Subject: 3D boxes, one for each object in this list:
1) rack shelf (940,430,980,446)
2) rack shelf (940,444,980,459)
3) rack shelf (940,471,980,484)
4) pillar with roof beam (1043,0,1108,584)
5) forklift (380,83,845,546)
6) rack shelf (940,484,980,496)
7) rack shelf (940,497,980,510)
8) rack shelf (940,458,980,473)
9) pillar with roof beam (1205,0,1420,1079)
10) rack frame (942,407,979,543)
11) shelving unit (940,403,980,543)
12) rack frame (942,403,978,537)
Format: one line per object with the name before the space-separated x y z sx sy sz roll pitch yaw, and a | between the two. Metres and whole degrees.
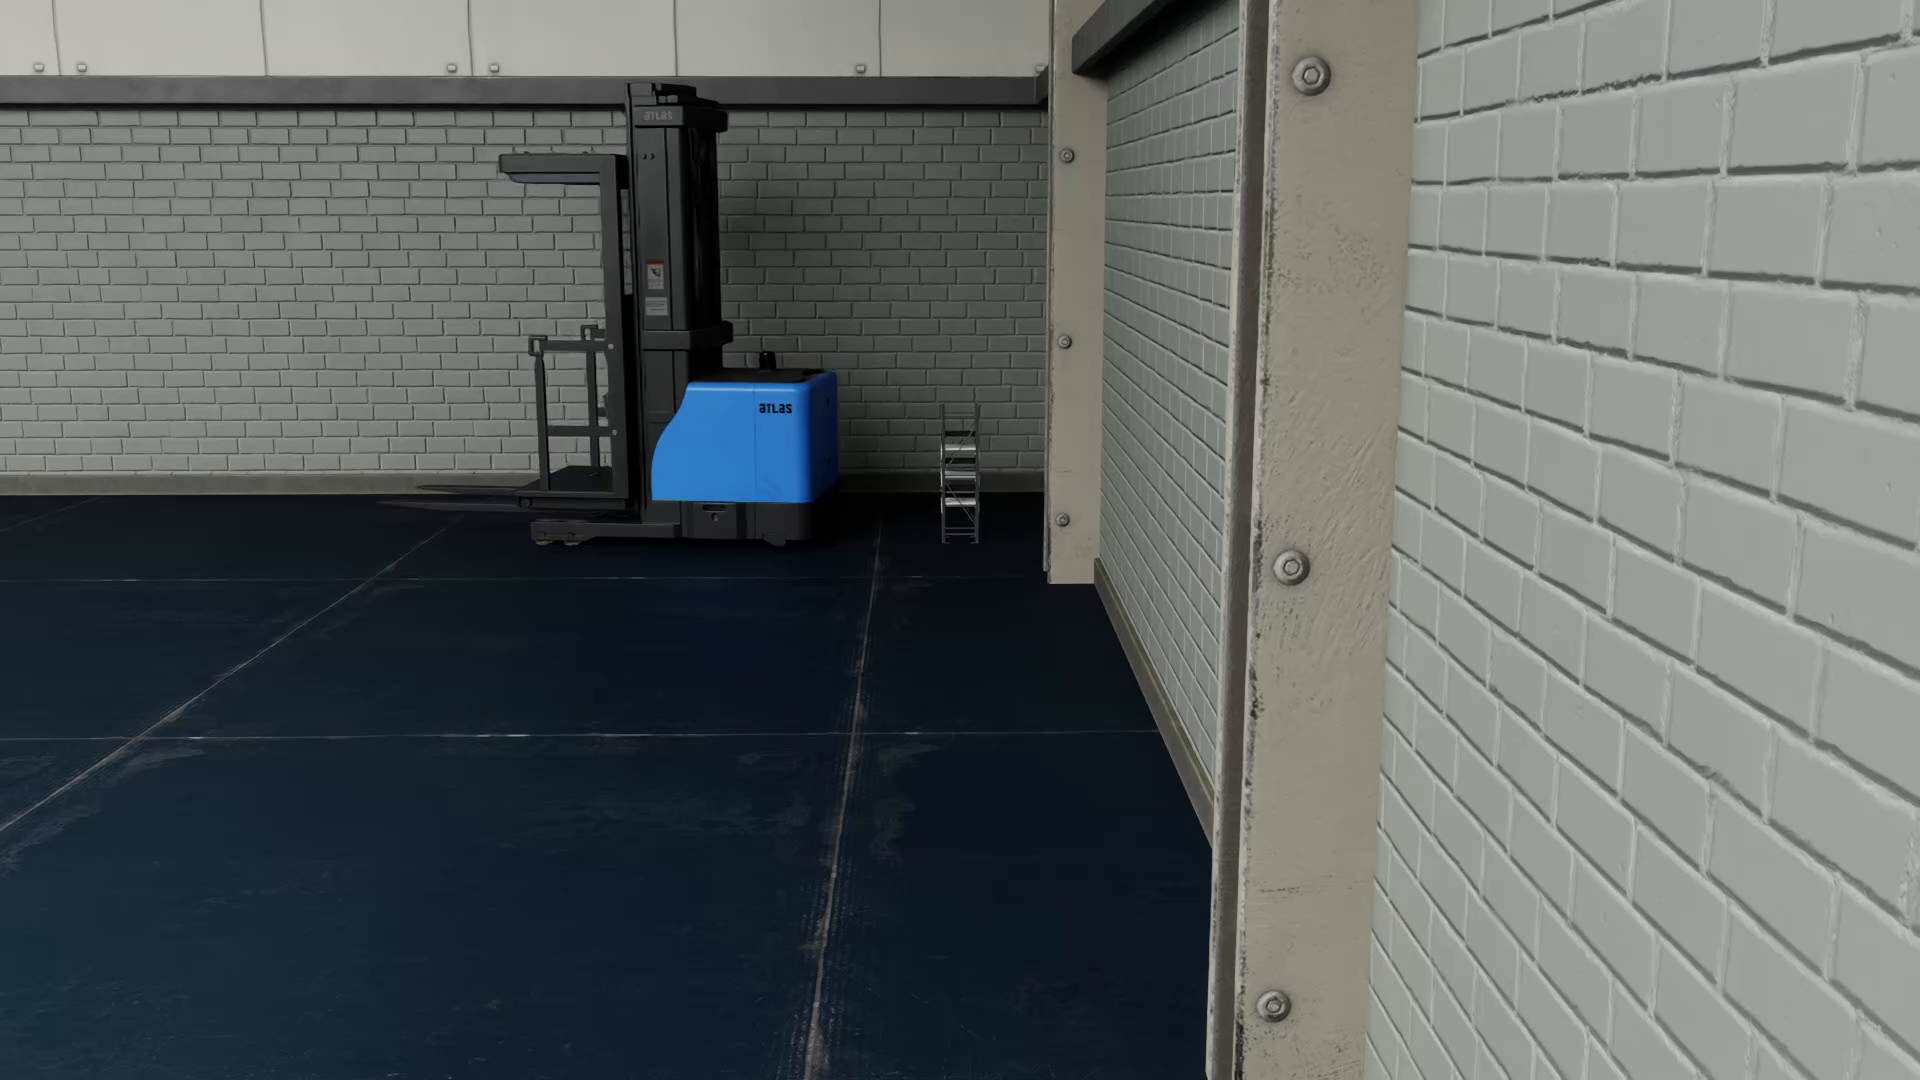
rack shelf | 0.000 -0.671 10.915 0.258 0.077 0.200 0 11 -1
rack shelf | 0.000 -0.583 10.933 0.258 0.077 0.200 0 11 -1
rack shelf | 0.000 -0.407 10.968 0.258 0.077 0.200 0 11 -1
pillar with roof beam | -3.635 -4.176 9.009 9.100 9.000 0.400 0 11 -1
forklift | -2.359 -1.500 11.083 3.031 2.935 1.130 1 12 7
rack shelf | 0.000 -0.319 10.986 0.258 0.077 0.200 0 11 -1
rack shelf | 0.000 -0.230 11.004 0.258 0.077 0.200 0 11 -1
rack shelf | 0.000 -0.495 10.950 0.258 0.077 0.200 0 11 -1
pillar with roof beam | -3.511 -2.983 3.130 9.100 9.000 0.400 0 11 -1
rack frame | 0.002 -0.419 10.862 0.240 0.900 0.006 0 11 -1
shelving unit | 0.000 -0.439 10.962 0.258 0.900 0.210 0 11 -1
rack frame | -0.002 -0.460 11.061 0.240 0.900 0.006 0 11 -1
